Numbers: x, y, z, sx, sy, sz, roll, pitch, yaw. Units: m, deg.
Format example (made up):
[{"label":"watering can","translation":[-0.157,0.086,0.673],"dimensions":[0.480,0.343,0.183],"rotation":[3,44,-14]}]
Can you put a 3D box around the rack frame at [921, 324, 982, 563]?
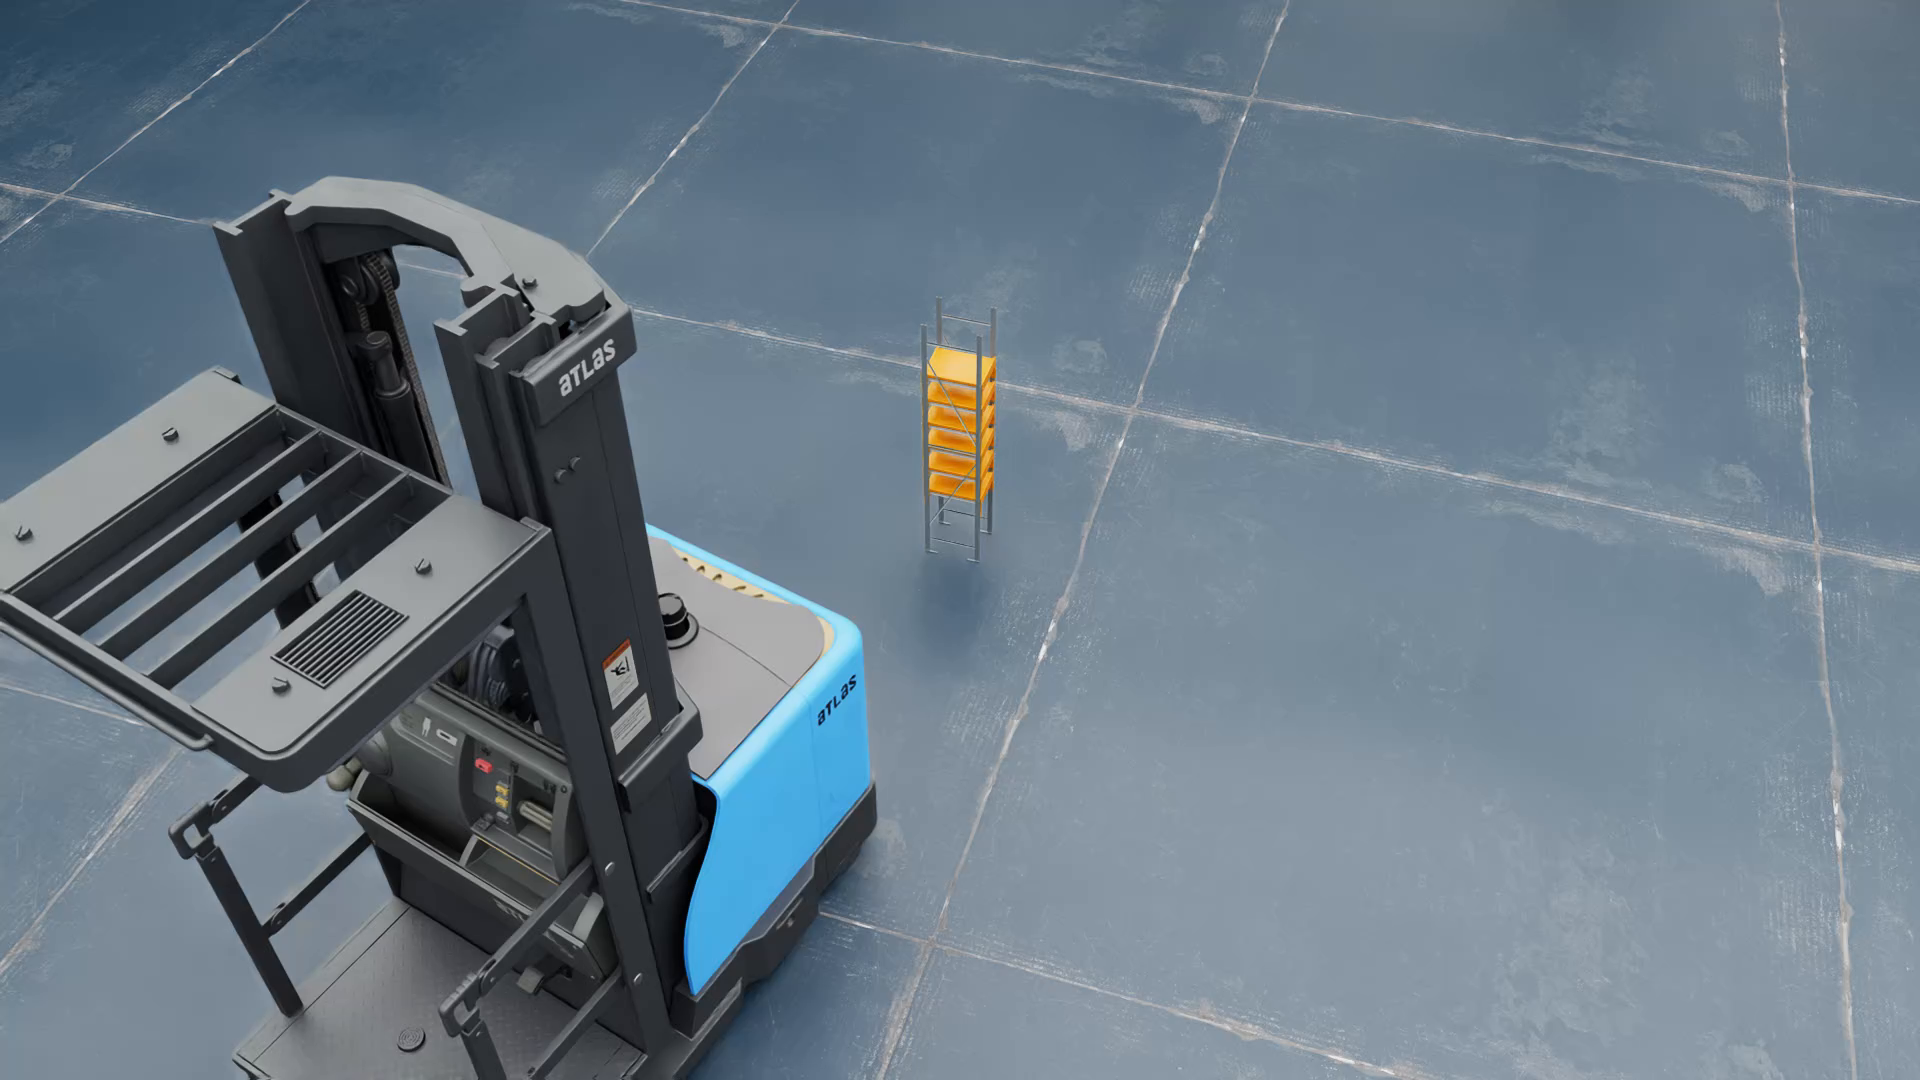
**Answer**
[{"label":"rack frame","translation":[-0.032,-0.358,6.657],"dimensions":[0.240,1.200,0.006],"rotation":[13,46,12]}]

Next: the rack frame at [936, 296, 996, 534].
[{"label":"rack frame","translation":[0.023,-0.480,6.782],"dimensions":[0.240,1.200,0.006],"rotation":[13,46,12]}]

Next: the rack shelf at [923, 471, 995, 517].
[{"label":"rack shelf","translation":[-0.004,-0.216,6.918],"dimensions":[0.258,0.103,0.180],"rotation":[13,46,12]}]

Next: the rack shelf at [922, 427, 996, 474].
[{"label":"rack shelf","translation":[-0.004,-0.387,6.751],"dimensions":[0.258,0.103,0.180],"rotation":[13,46,12]}]

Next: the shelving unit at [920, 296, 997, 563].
[{"label":"shelving unit","translation":[-0.004,-0.419,6.719],"dimensions":[0.258,1.200,0.189],"rotation":[13,46,12]}]

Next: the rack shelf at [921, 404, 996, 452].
[{"label":"rack shelf","translation":[-0.004,-0.473,6.667],"dimensions":[0.258,0.103,0.180],"rotation":[13,46,12]}]

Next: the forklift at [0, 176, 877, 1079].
[{"label":"forklift","translation":[-1.509,0.689,4.349],"dimensions":[1.130,2.935,3.031],"rotation":[24,49,22]}]

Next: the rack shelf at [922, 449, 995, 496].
[{"label":"rack shelf","translation":[-0.004,-0.302,6.834],"dimensions":[0.258,0.103,0.180],"rotation":[13,46,12]}]

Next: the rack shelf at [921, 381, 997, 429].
[{"label":"rack shelf","translation":[-0.004,-0.559,6.583],"dimensions":[0.258,0.103,0.180],"rotation":[13,46,12]}]

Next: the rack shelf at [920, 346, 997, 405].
[{"label":"rack shelf","translation":[-0.004,-0.645,6.499],"dimensions":[0.258,0.103,0.180],"rotation":[13,46,12]}]
